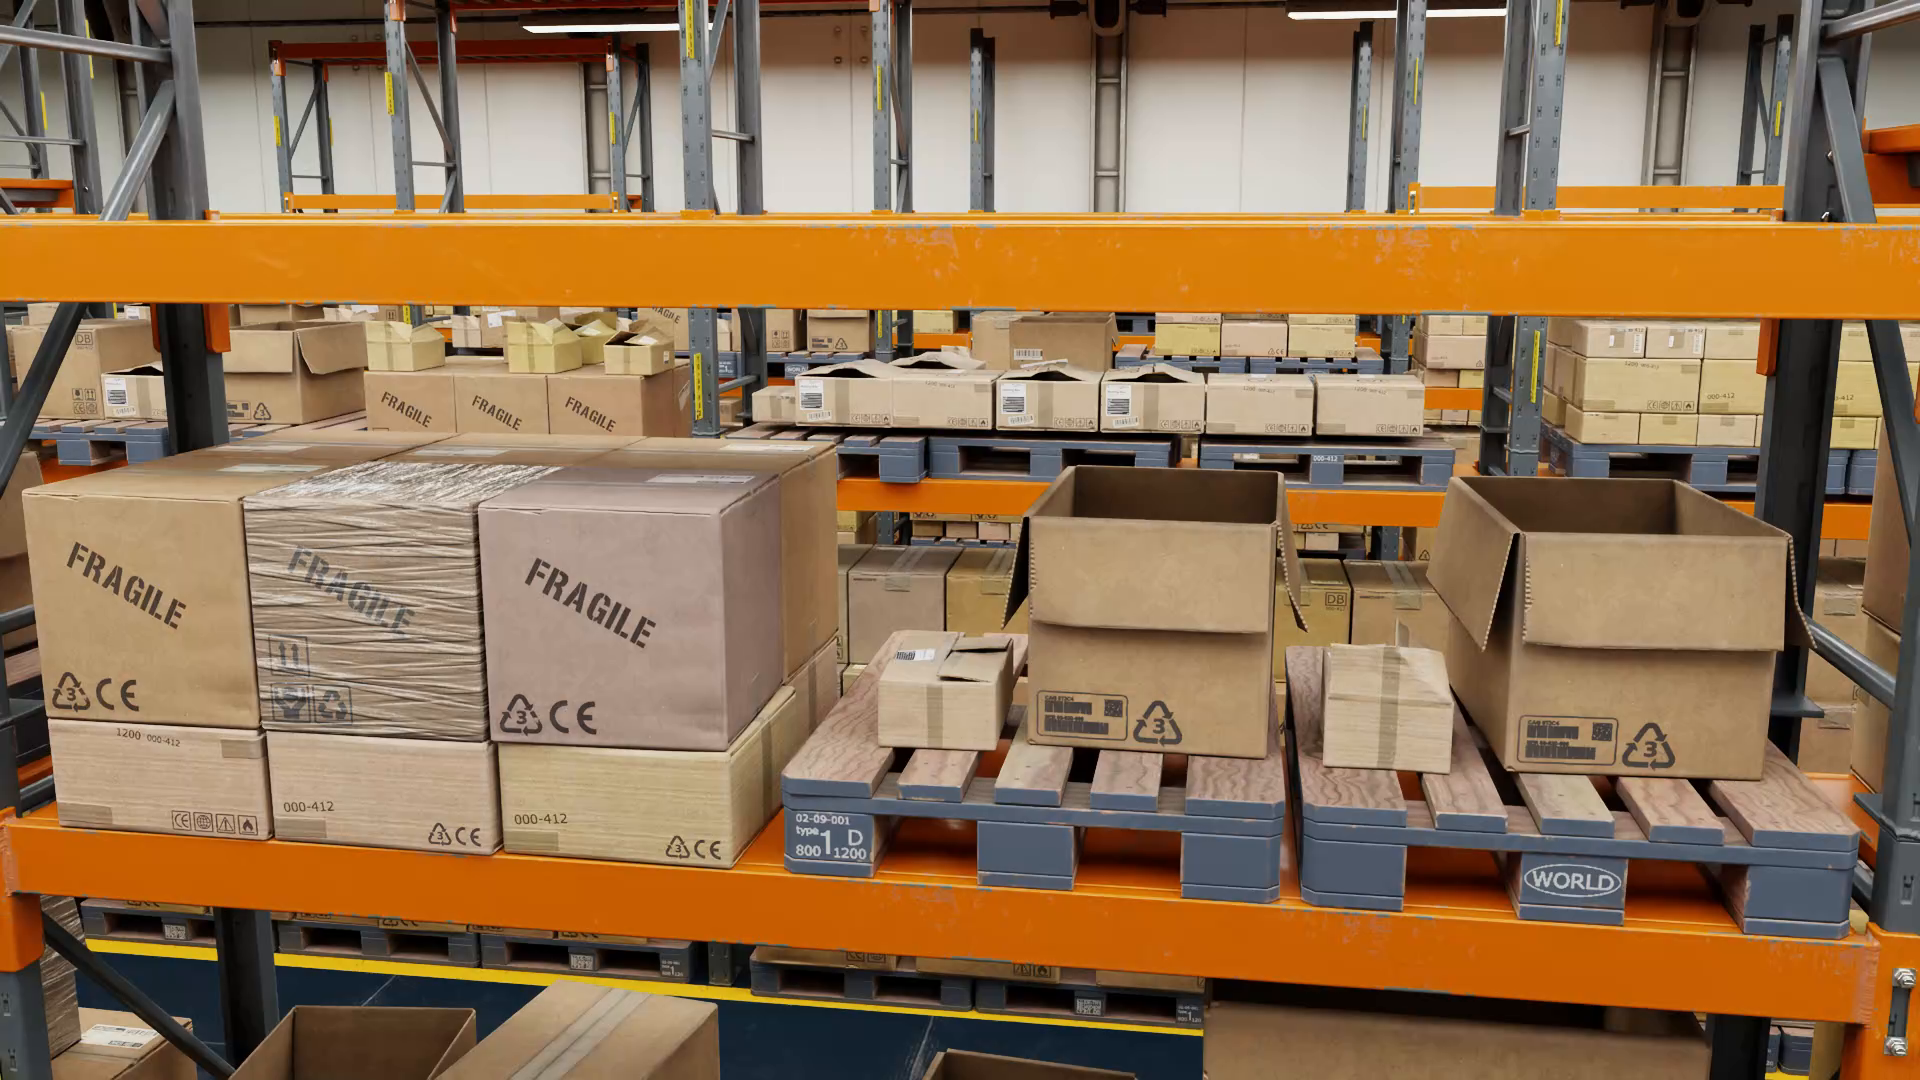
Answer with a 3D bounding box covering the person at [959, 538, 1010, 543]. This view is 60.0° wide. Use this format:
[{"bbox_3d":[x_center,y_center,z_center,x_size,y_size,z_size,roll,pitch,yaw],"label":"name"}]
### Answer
[{"bbox_3d":[0.156,0.350,17.567,0.925,0.764,0.448,0,11,2],"label":"person"}]
